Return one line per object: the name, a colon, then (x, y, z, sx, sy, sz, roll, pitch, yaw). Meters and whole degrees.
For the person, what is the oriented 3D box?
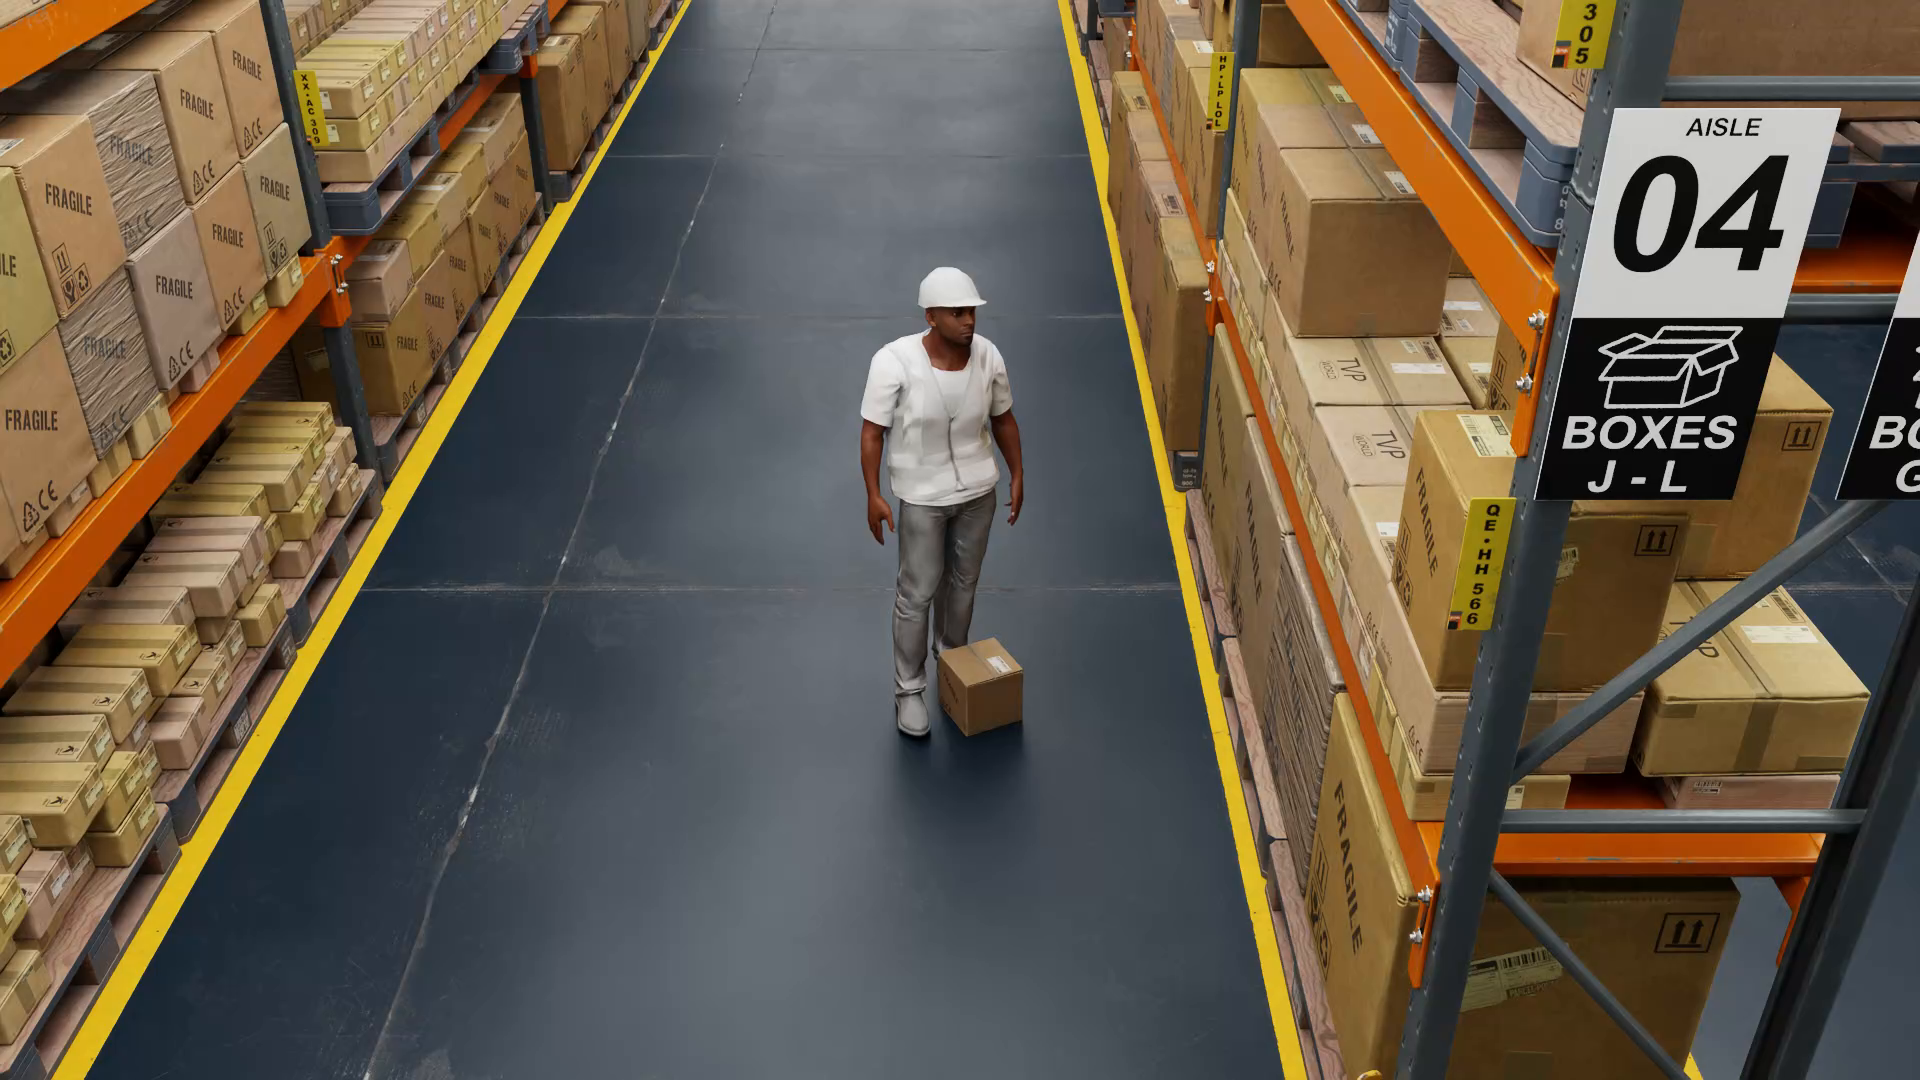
person: (-0.030, -0.159, 6.356, 0.666, 1.765, 0.578, -13, 34, -21)
